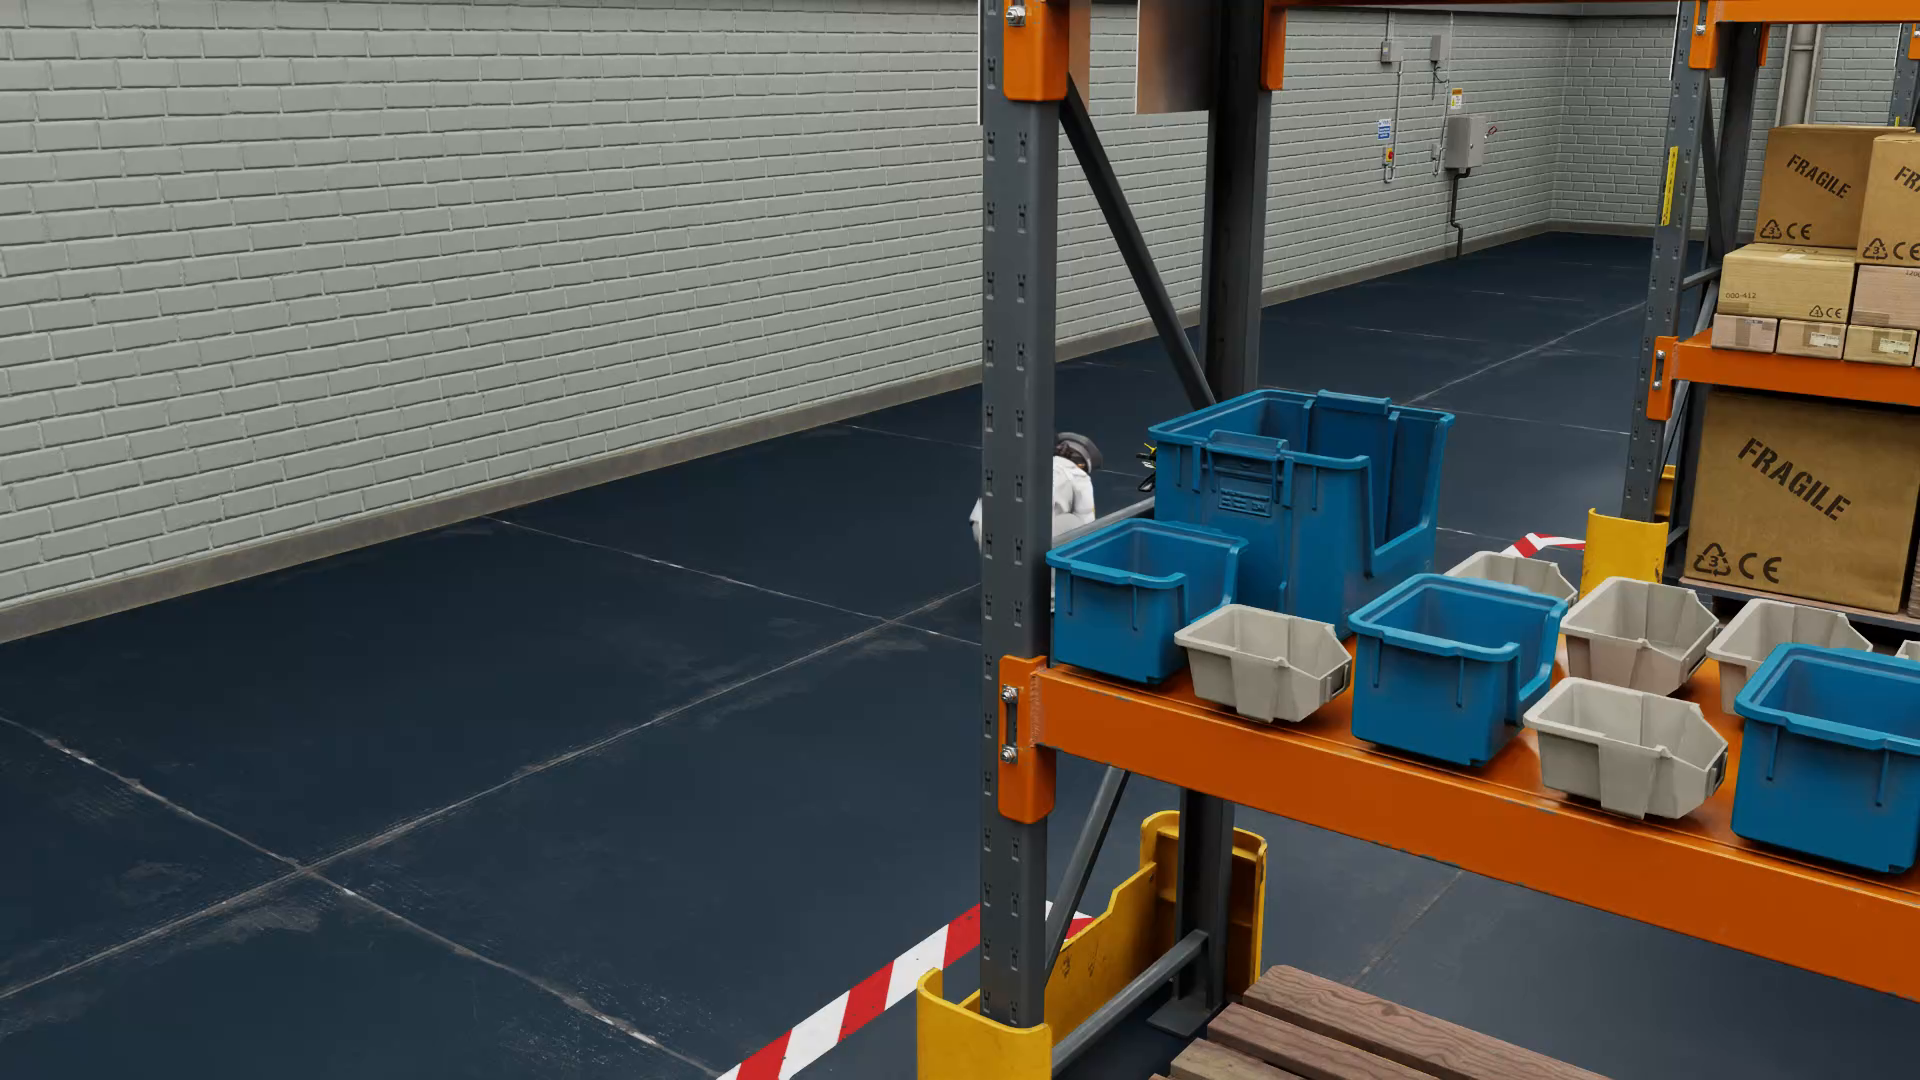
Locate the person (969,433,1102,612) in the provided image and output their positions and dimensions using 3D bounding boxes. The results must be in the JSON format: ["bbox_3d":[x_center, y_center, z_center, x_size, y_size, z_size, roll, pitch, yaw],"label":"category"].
[{"bbox_3d":[0.387,-0.059,7.855,0.452,0.794,0.906,12,20,34],"label":"person"}]
